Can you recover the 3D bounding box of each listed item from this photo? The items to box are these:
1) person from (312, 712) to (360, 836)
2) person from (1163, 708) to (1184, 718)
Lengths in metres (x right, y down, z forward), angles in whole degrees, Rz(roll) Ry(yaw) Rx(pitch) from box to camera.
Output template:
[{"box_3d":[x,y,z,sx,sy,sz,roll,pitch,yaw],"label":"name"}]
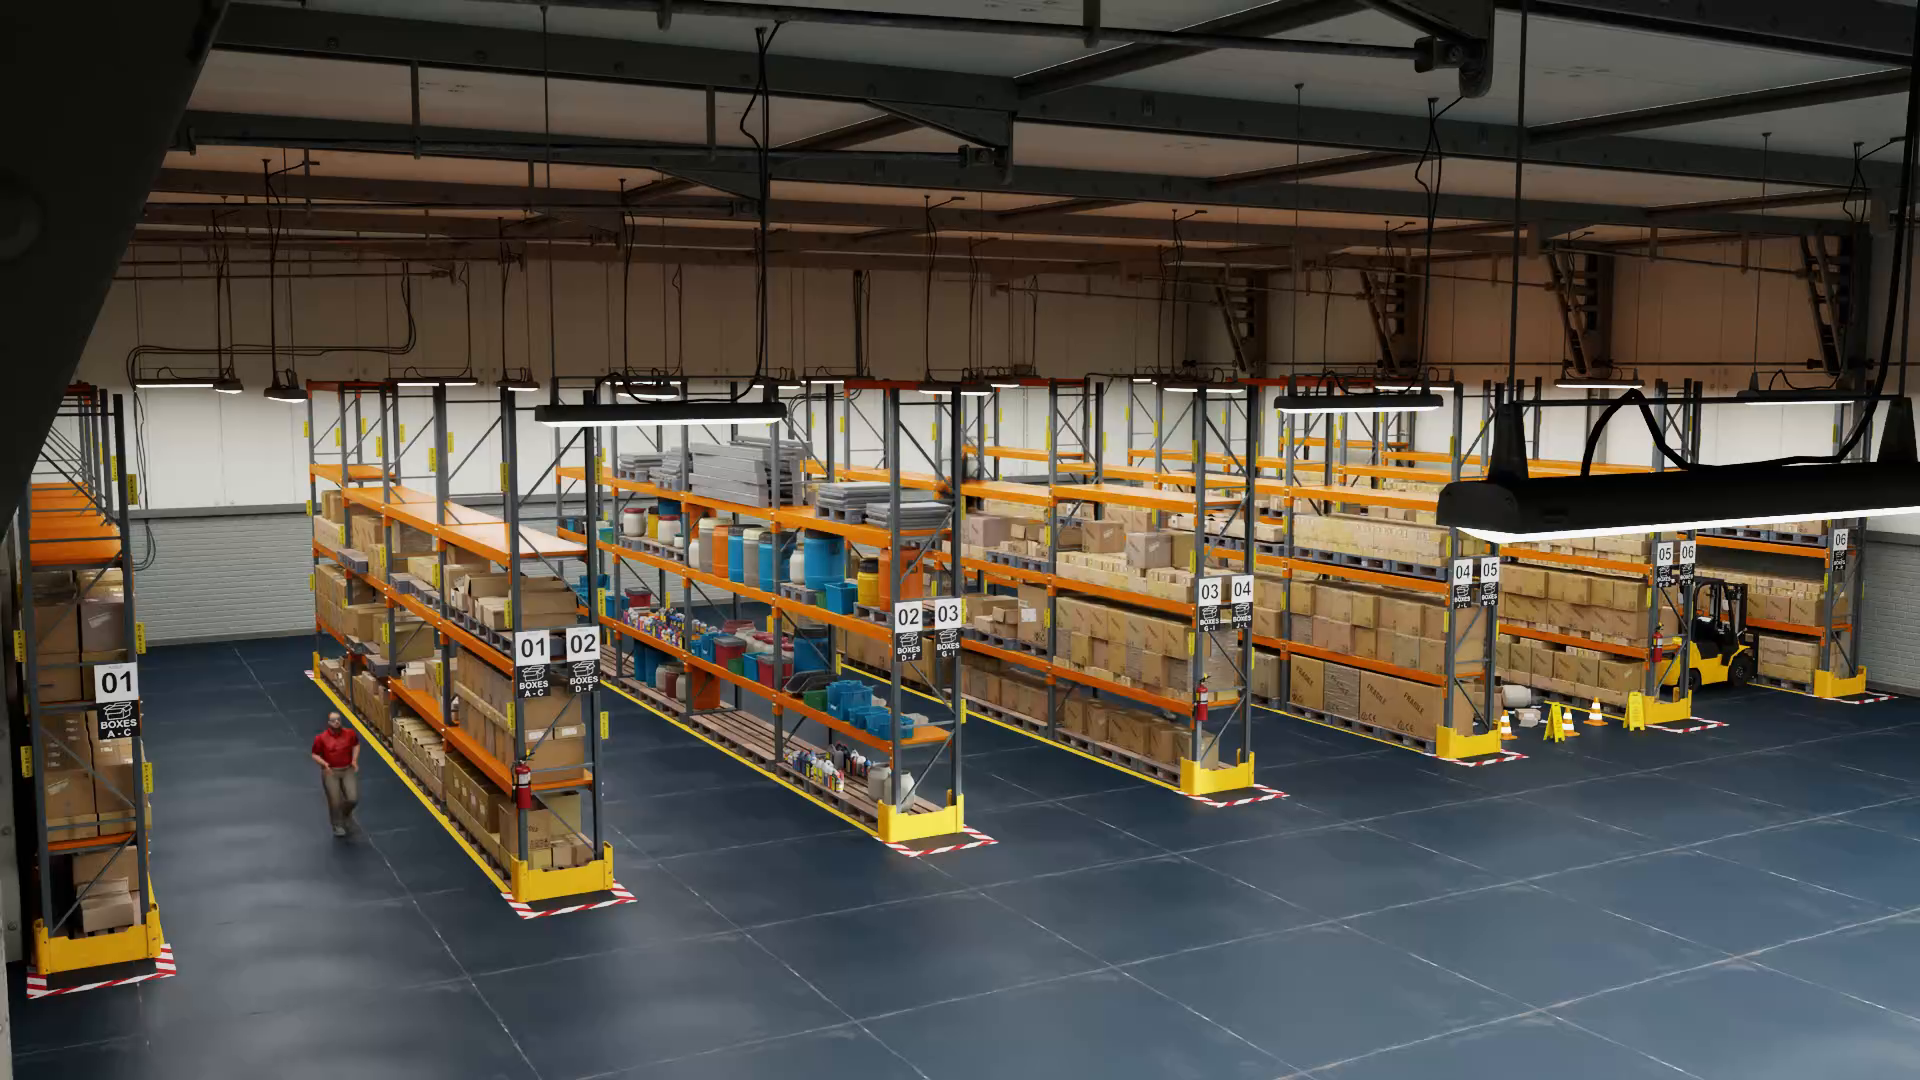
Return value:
[{"box_3d":[-8.290,3.128,22.203,0.638,1.680,0.586,-4,7,-31],"label":"person"},{"box_3d":[3.960,2.360,29.498,0.636,1.651,0.757,-4,7,-35],"label":"person"}]
